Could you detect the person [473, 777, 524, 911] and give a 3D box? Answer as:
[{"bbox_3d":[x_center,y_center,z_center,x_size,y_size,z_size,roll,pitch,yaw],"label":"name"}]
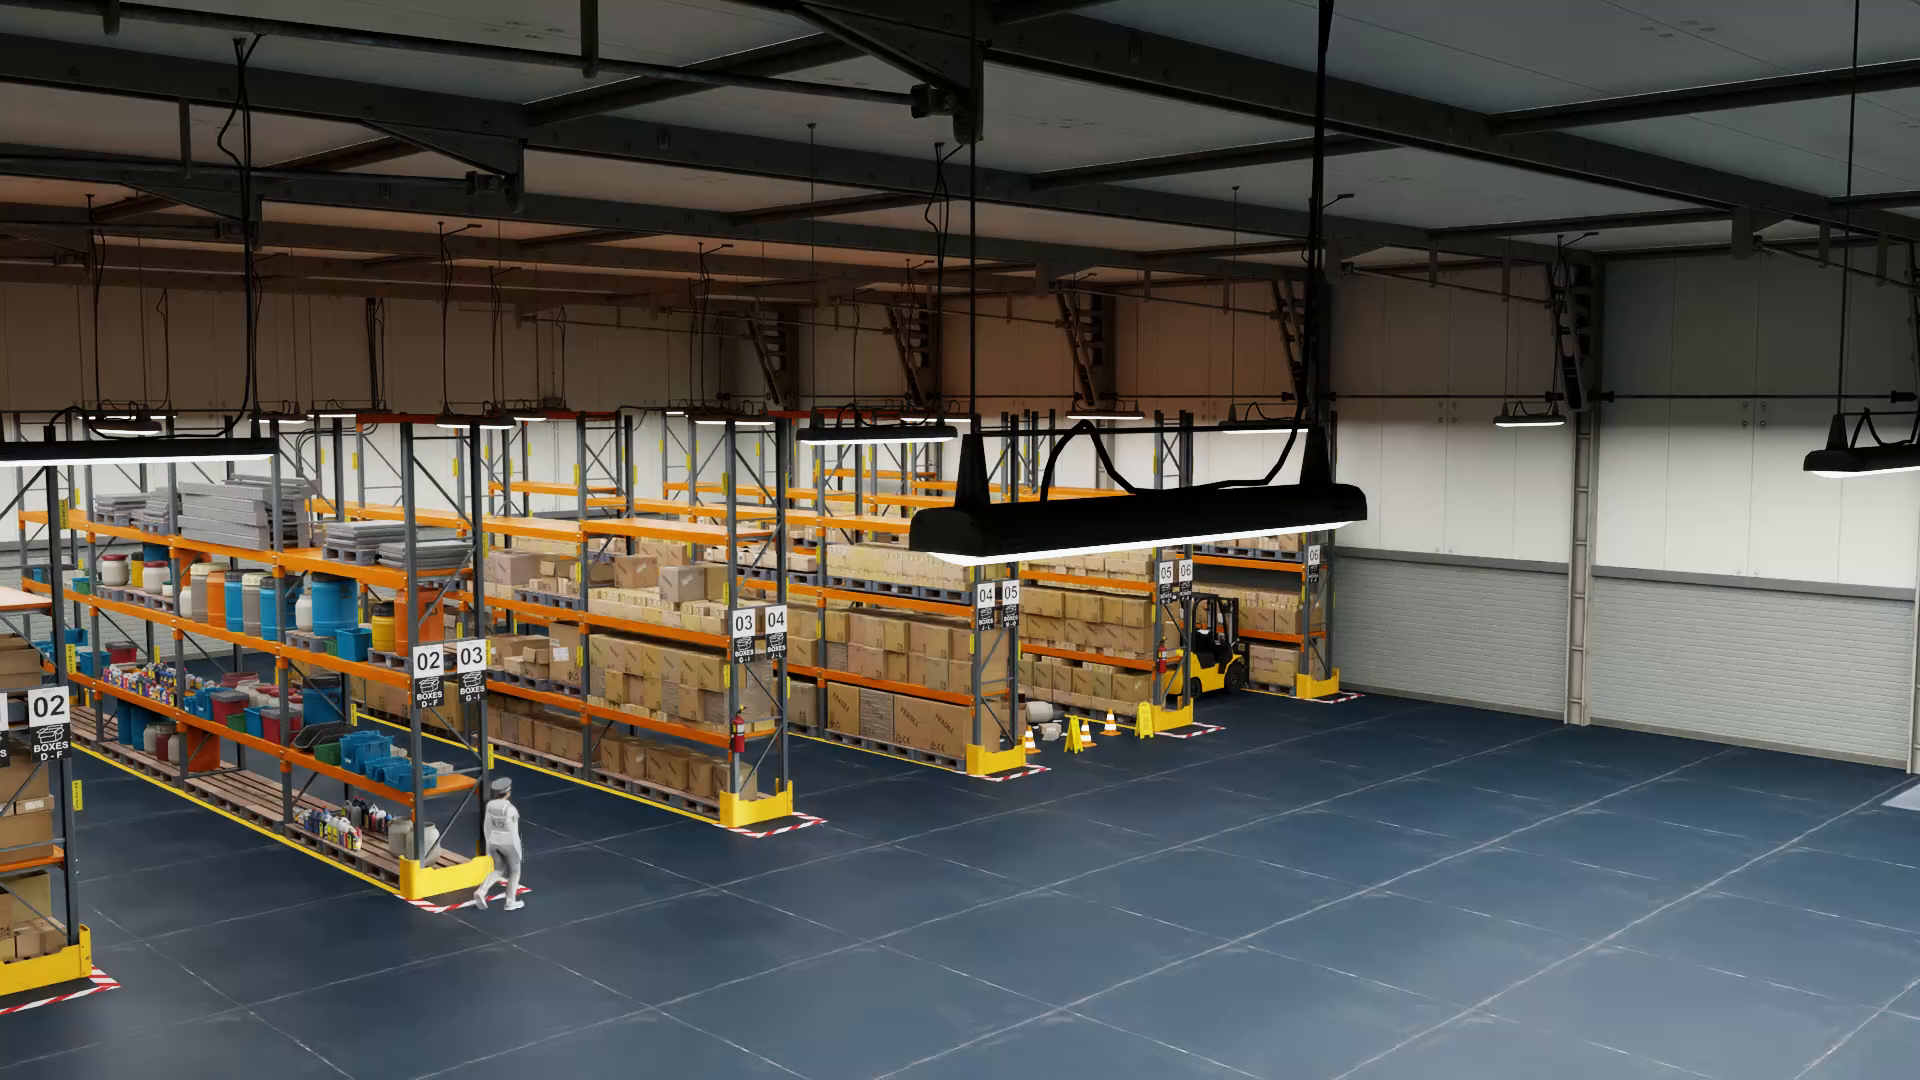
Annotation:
[{"bbox_3d":[-5.594,3.731,20.299,0.535,1.656,0.650,3,6,30],"label":"person"}]
